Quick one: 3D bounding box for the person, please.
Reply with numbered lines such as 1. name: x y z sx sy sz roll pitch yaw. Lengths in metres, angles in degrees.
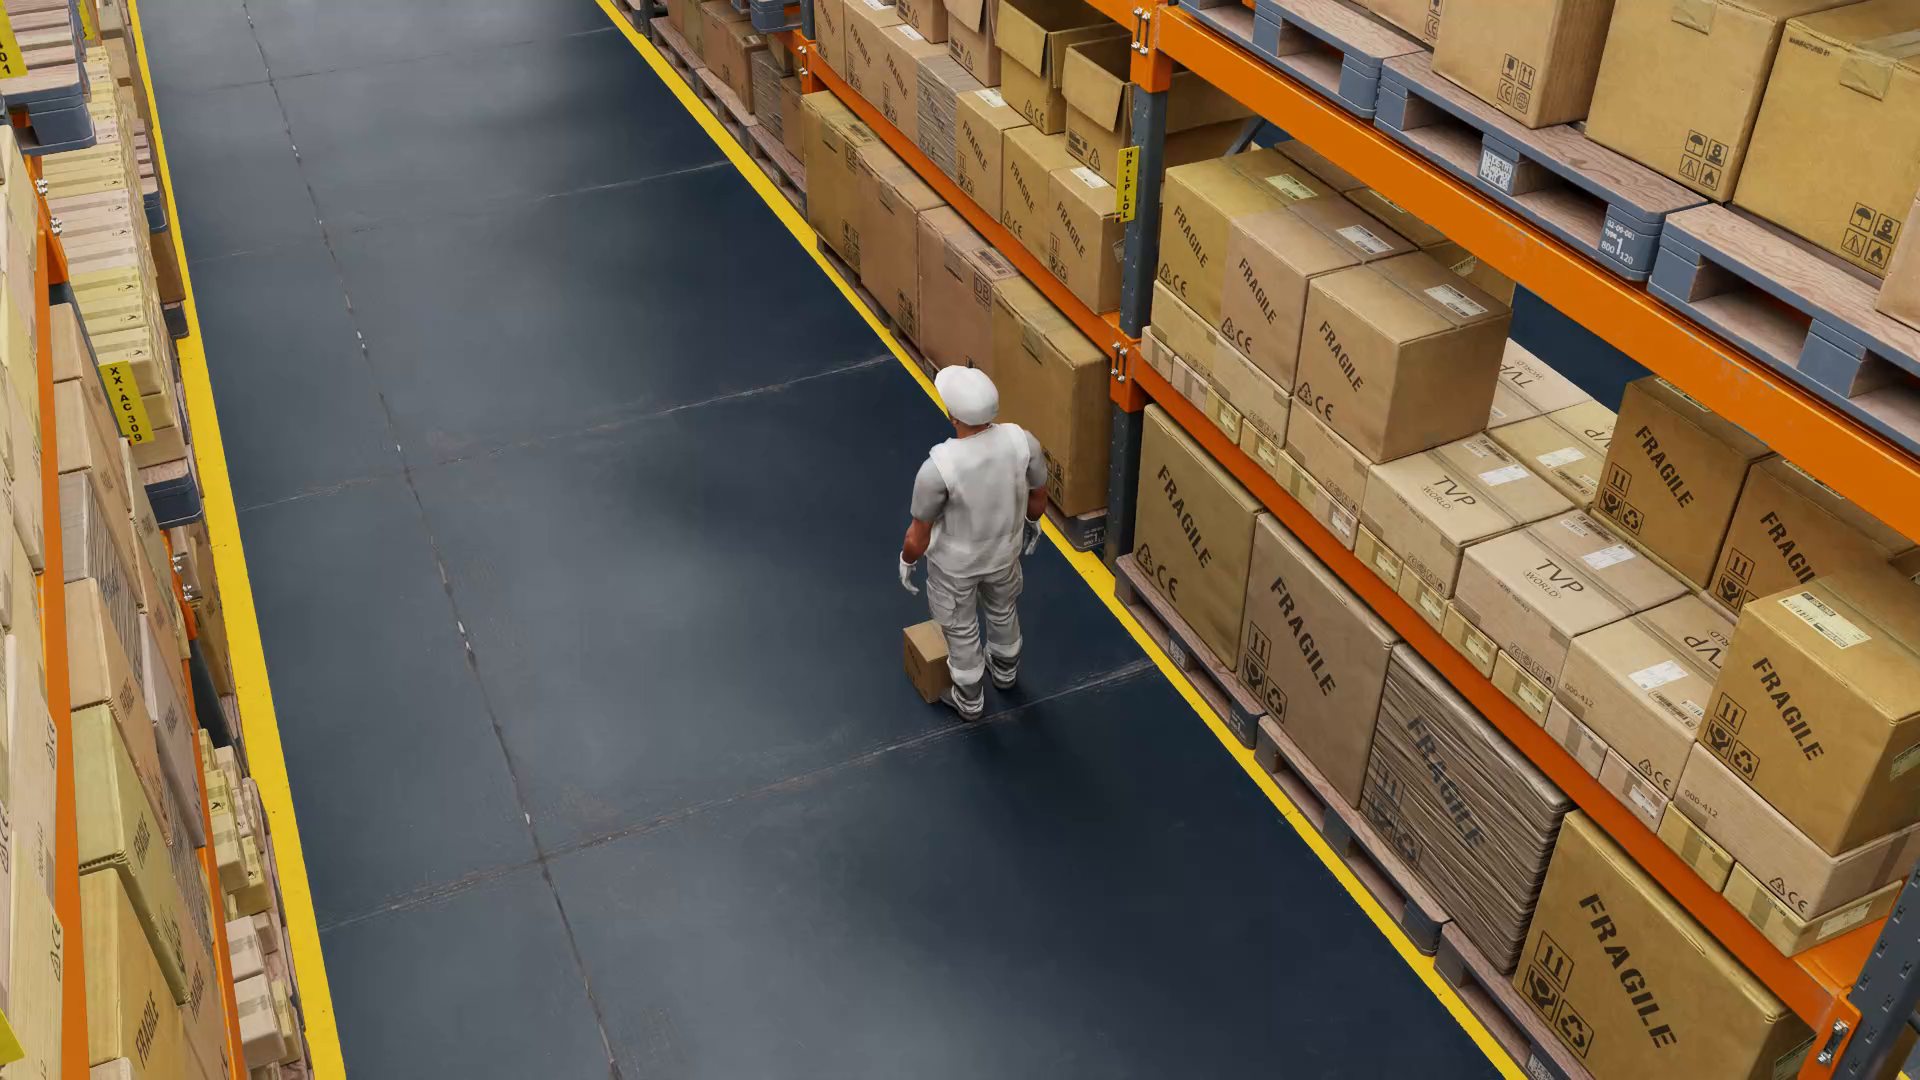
1. person: 0.026 0.002 6.819 0.638 1.787 0.564 -16 40 -20
